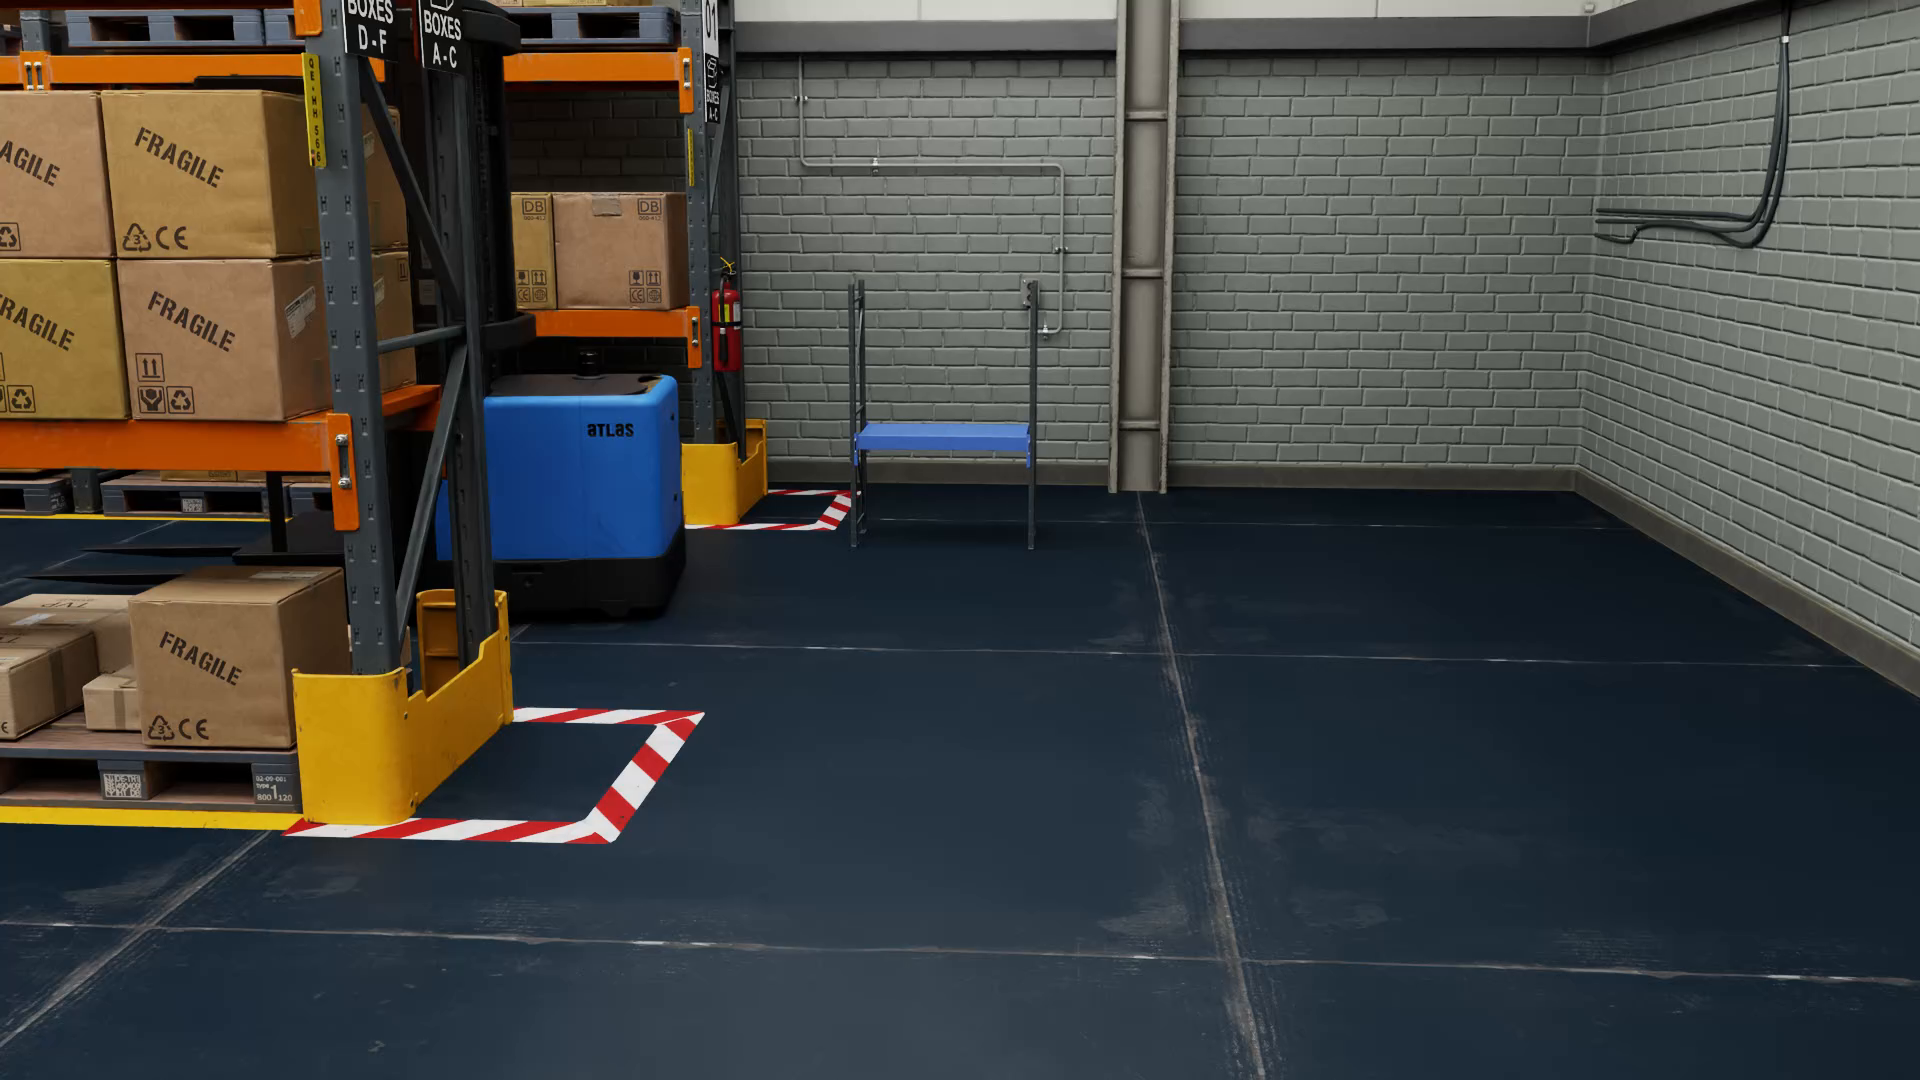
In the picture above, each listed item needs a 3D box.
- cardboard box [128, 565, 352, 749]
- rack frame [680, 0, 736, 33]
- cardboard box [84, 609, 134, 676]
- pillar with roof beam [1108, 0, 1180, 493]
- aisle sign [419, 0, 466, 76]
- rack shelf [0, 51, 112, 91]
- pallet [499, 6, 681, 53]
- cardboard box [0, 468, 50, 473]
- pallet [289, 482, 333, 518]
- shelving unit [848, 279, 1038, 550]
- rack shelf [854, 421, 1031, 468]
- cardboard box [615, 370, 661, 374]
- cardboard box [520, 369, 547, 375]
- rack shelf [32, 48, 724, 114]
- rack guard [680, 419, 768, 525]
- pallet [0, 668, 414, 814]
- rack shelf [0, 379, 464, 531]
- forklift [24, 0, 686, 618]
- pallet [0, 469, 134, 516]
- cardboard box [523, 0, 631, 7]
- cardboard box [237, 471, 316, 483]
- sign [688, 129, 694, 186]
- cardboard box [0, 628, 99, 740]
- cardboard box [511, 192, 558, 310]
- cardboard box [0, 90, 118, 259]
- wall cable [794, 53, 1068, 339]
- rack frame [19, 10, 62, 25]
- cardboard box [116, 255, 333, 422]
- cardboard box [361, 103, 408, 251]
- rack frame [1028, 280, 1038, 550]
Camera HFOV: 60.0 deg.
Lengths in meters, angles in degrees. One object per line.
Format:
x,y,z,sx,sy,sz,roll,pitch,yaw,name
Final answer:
-2.419,0.385,5.634,0.500,0.500,0.500,1,12,4,cardboard box
-1.533,-4.615,9.852,0.127,3.000,1.000,1,12,4,rack frame
-2.882,0.392,6.210,0.500,0.250,0.500,1,12,4,cardboard box
0.932,-3.875,6.316,0.400,9.000,9.100,1,12,4,pillar with roof beam
-1.772,-1.998,5.644,0.004,0.787,0.394,1,12,4,aisle sign
-7.519,-2.877,10.625,4.000,0.370,1.077,1,12,4,rack shelf
-2.273,-3.111,10.207,1.213,0.211,1.003,1,12,4,pallet
-6.181,-0.869,10.821,0.750,0.750,0.750,1,12,4,cardboard box
-3.550,-0.326,10.810,1.213,0.211,1.003,1,12,4,pallet
-0.085,-0.735,9.620,1.048,1.500,0.538,1,12,4,shelving unit
-0.085,-0.559,9.657,1.000,0.185,0.538,1,12,4,rack shelf
-2.100,-1.006,10.748,0.250,0.149,0.380,1,12,4,cardboard box
-2.855,-1.017,10.797,0.250,0.149,0.380,1,12,4,cardboard box
-3.528,-2.822,10.364,4.000,0.370,1.077,1,12,4,rack shelf
-1.509,-0.455,10.721,0.348,0.500,1.175,1,12,4,rack guard
-2.731,0.687,5.970,1.213,0.211,1.003,1,12,4,pallet
-3.855,-0.342,5.833,4.000,0.370,1.077,1,12,4,rack shelf
-2.935,-1.132,8.021,3.031,2.935,1.130,-1,12,-4,forklift
-6.299,-0.364,10.990,1.213,0.211,1.003,1,12,4,pallet
-2.281,-3.284,9.910,0.500,0.250,0.500,1,12,5,cardboard box
-4.283,-0.677,10.756,0.500,0.500,0.700,1,12,3,cardboard box
-1.583,-2.251,9.795,0.005,0.325,0.100,1,12,4,sign
-3.365,0.488,5.751,0.500,0.250,0.500,1,12,4,cardboard box
-2.769,-1.838,10.496,0.700,0.700,0.980,1,12,3,cardboard box
-2.826,-1.162,5.308,0.500,0.500,0.500,1,12,5,cardboard box
-0.192,-2.352,11.202,1.851,1.984,0.084,1,12,4,wall cable
-5.524,-4.670,10.114,0.127,3.000,1.000,1,12,4,rack frame
-2.325,-0.666,5.381,0.500,0.500,0.500,1,12,5,cardboard box
-2.285,-1.265,5.802,0.500,0.500,0.500,1,12,5,cardboard box
0.422,-0.728,9.587,0.032,1.500,0.500,1,12,4,rack frame
